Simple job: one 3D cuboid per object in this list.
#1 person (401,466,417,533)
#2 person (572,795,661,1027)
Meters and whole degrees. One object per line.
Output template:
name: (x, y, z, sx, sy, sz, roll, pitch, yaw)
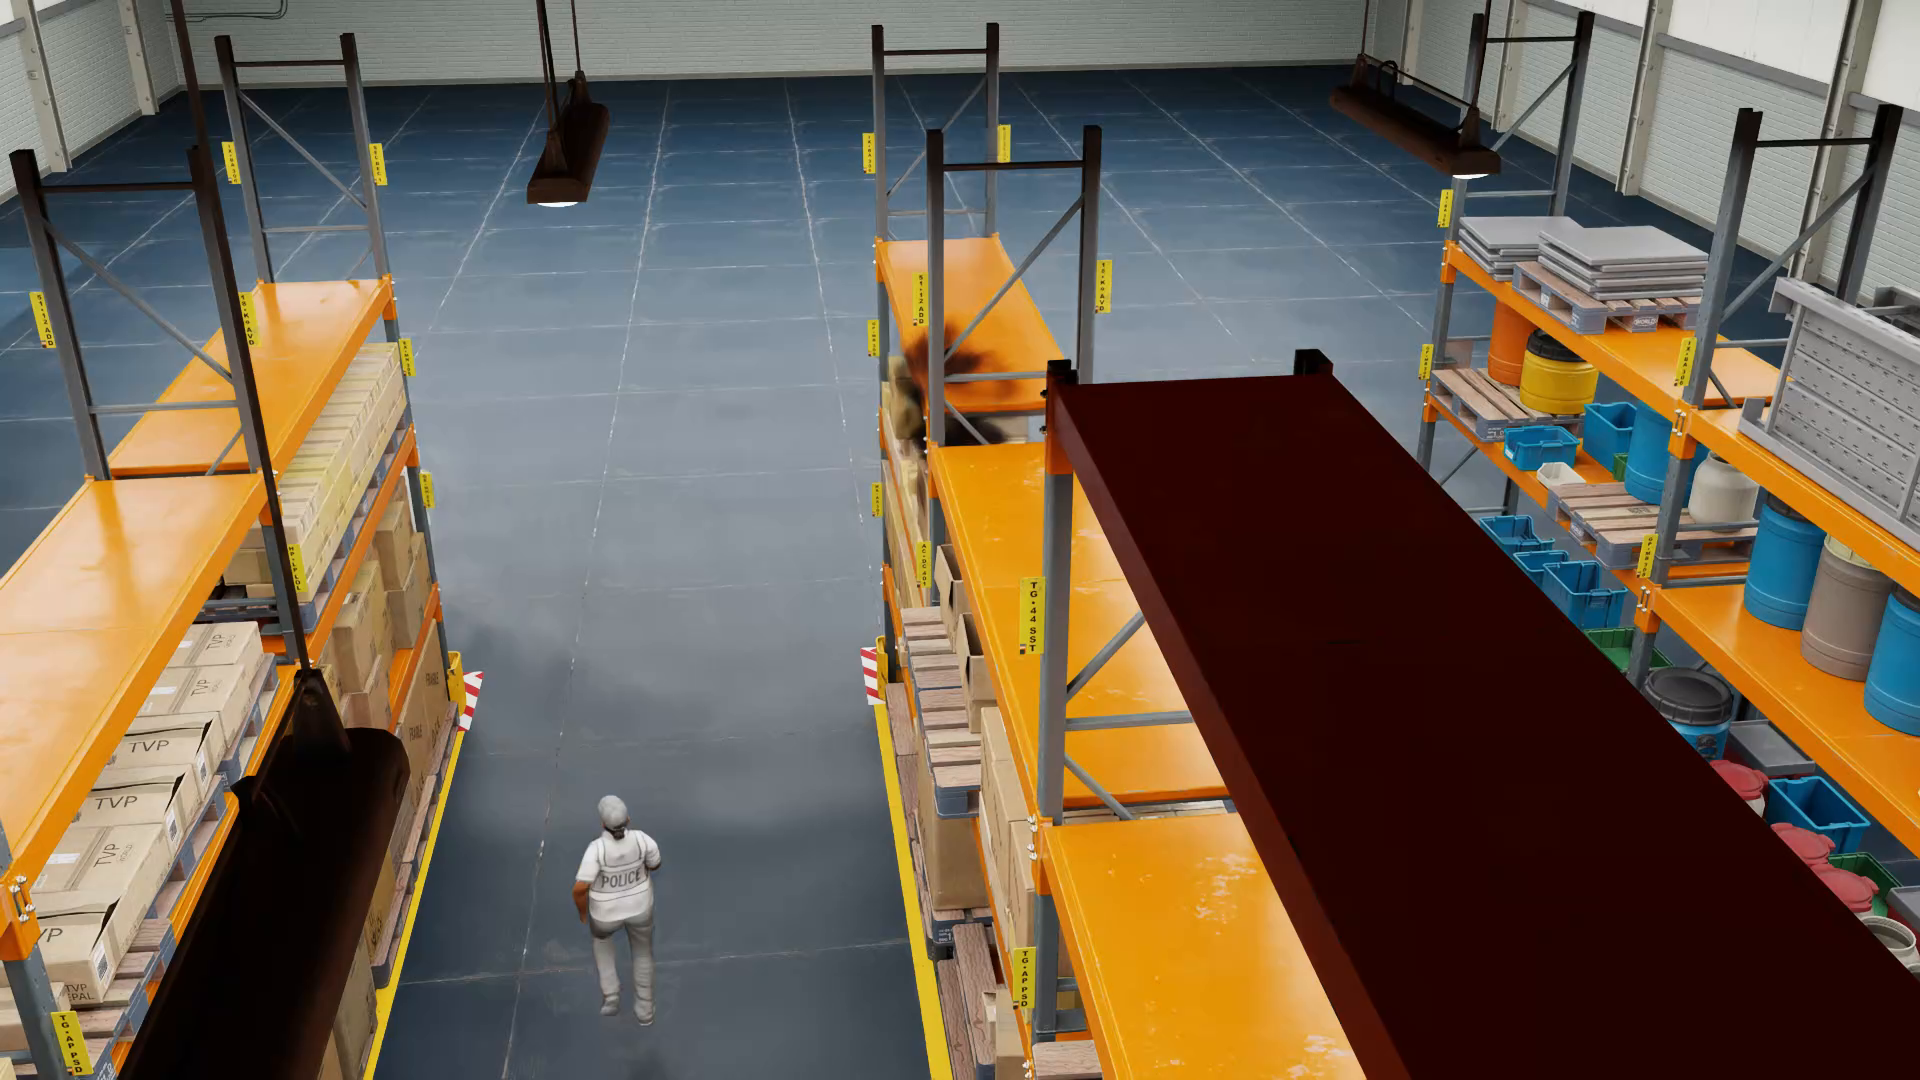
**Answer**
person: (-5.719, -0.184, 16.865, 0.690, 1.727, 0.708, 18, 31, 33)
person: (-2.245, 2.416, 10.929, 0.601, 1.710, 0.646, -9, 27, -18)
